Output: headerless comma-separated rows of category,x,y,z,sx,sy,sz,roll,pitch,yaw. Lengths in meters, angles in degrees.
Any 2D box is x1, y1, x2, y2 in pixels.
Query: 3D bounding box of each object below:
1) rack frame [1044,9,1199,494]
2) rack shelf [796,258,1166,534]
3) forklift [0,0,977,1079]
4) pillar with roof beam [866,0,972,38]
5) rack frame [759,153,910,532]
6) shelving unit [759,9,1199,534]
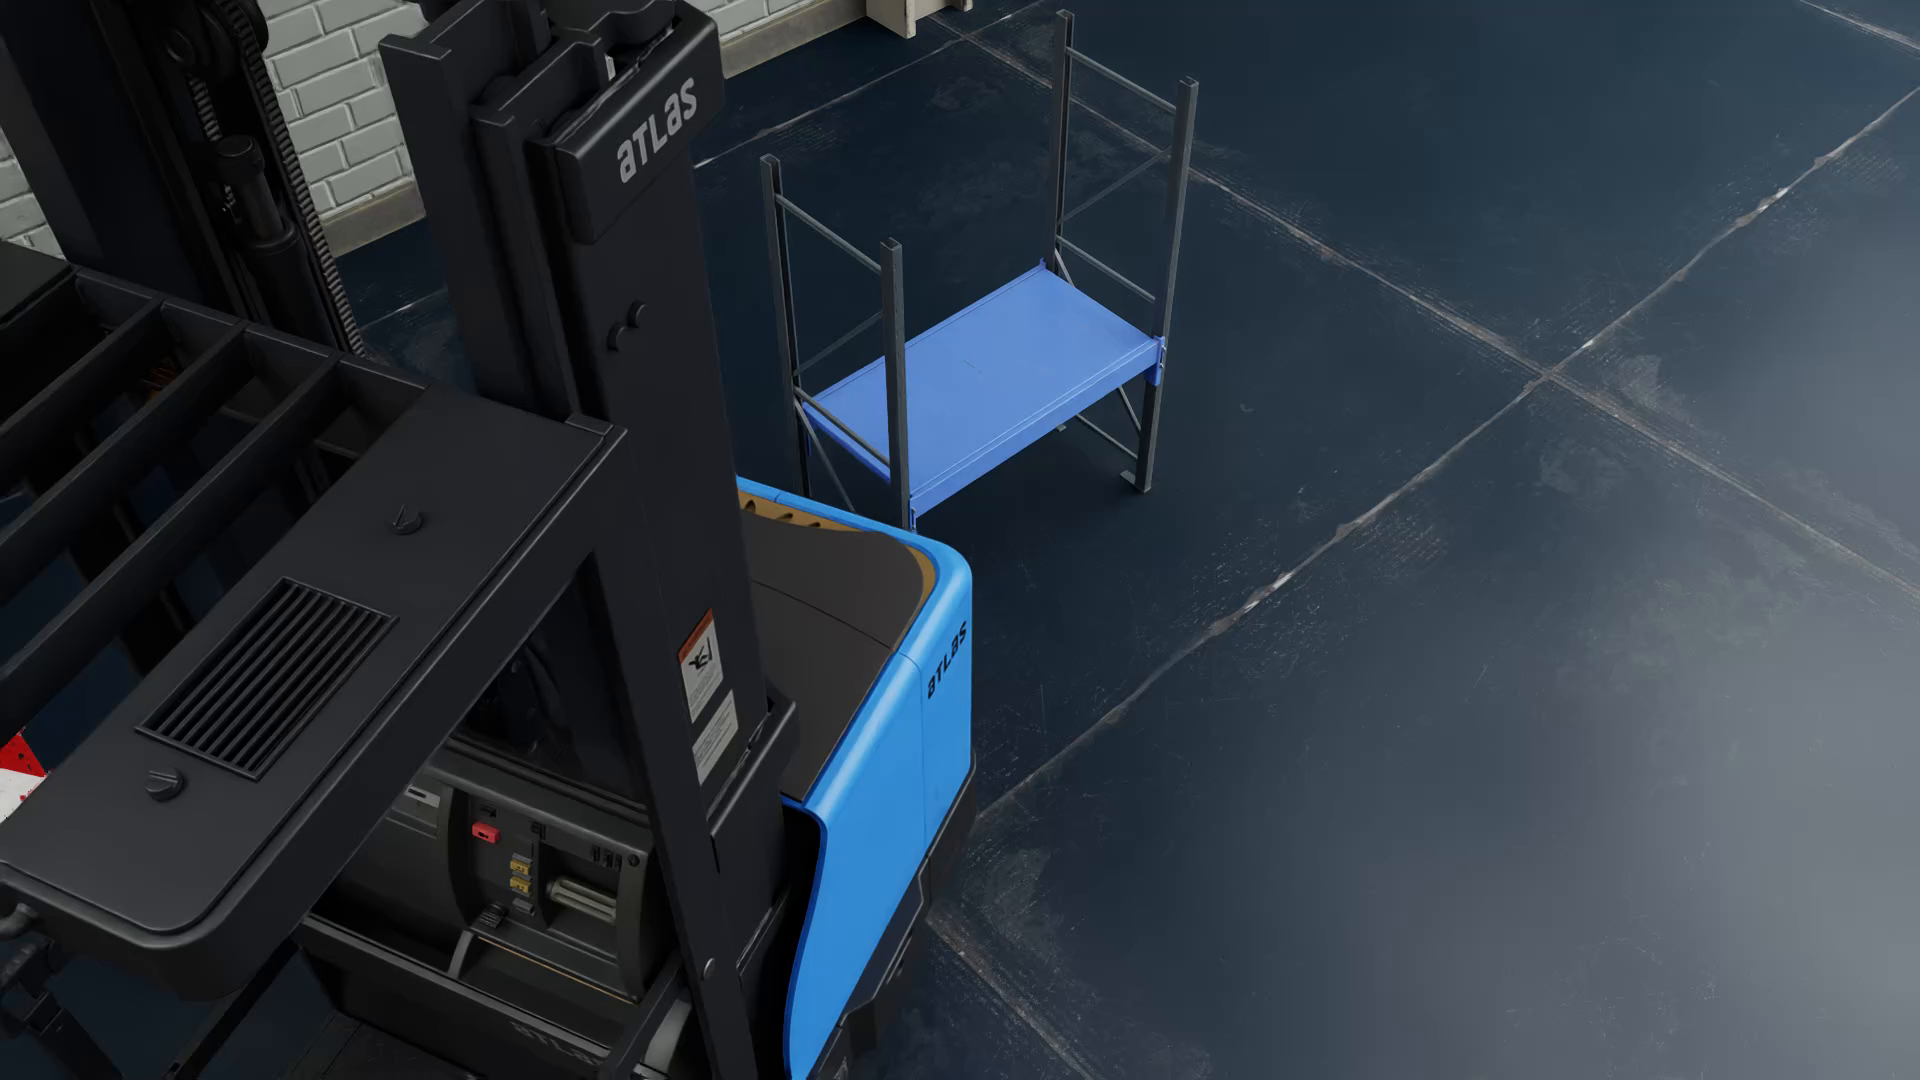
rack frame,0.439,-0.802,4.970,0.032,1.500,0.500,-34,56,-27
rack shelf,0.063,-0.429,4.870,1.000,0.185,0.538,-34,56,-27
forklift,-1.015,0.609,2.694,1.130,2.935,3.031,18,50,16
pillar with roof beam,2.706,-3.083,1.972,0.400,9.000,9.100,-34,56,-27
rack frame,-0.313,-0.299,4.506,0.032,1.500,0.500,-34,56,-27
shelving unit,0.063,-0.551,4.738,1.048,1.500,0.538,-34,56,-27
